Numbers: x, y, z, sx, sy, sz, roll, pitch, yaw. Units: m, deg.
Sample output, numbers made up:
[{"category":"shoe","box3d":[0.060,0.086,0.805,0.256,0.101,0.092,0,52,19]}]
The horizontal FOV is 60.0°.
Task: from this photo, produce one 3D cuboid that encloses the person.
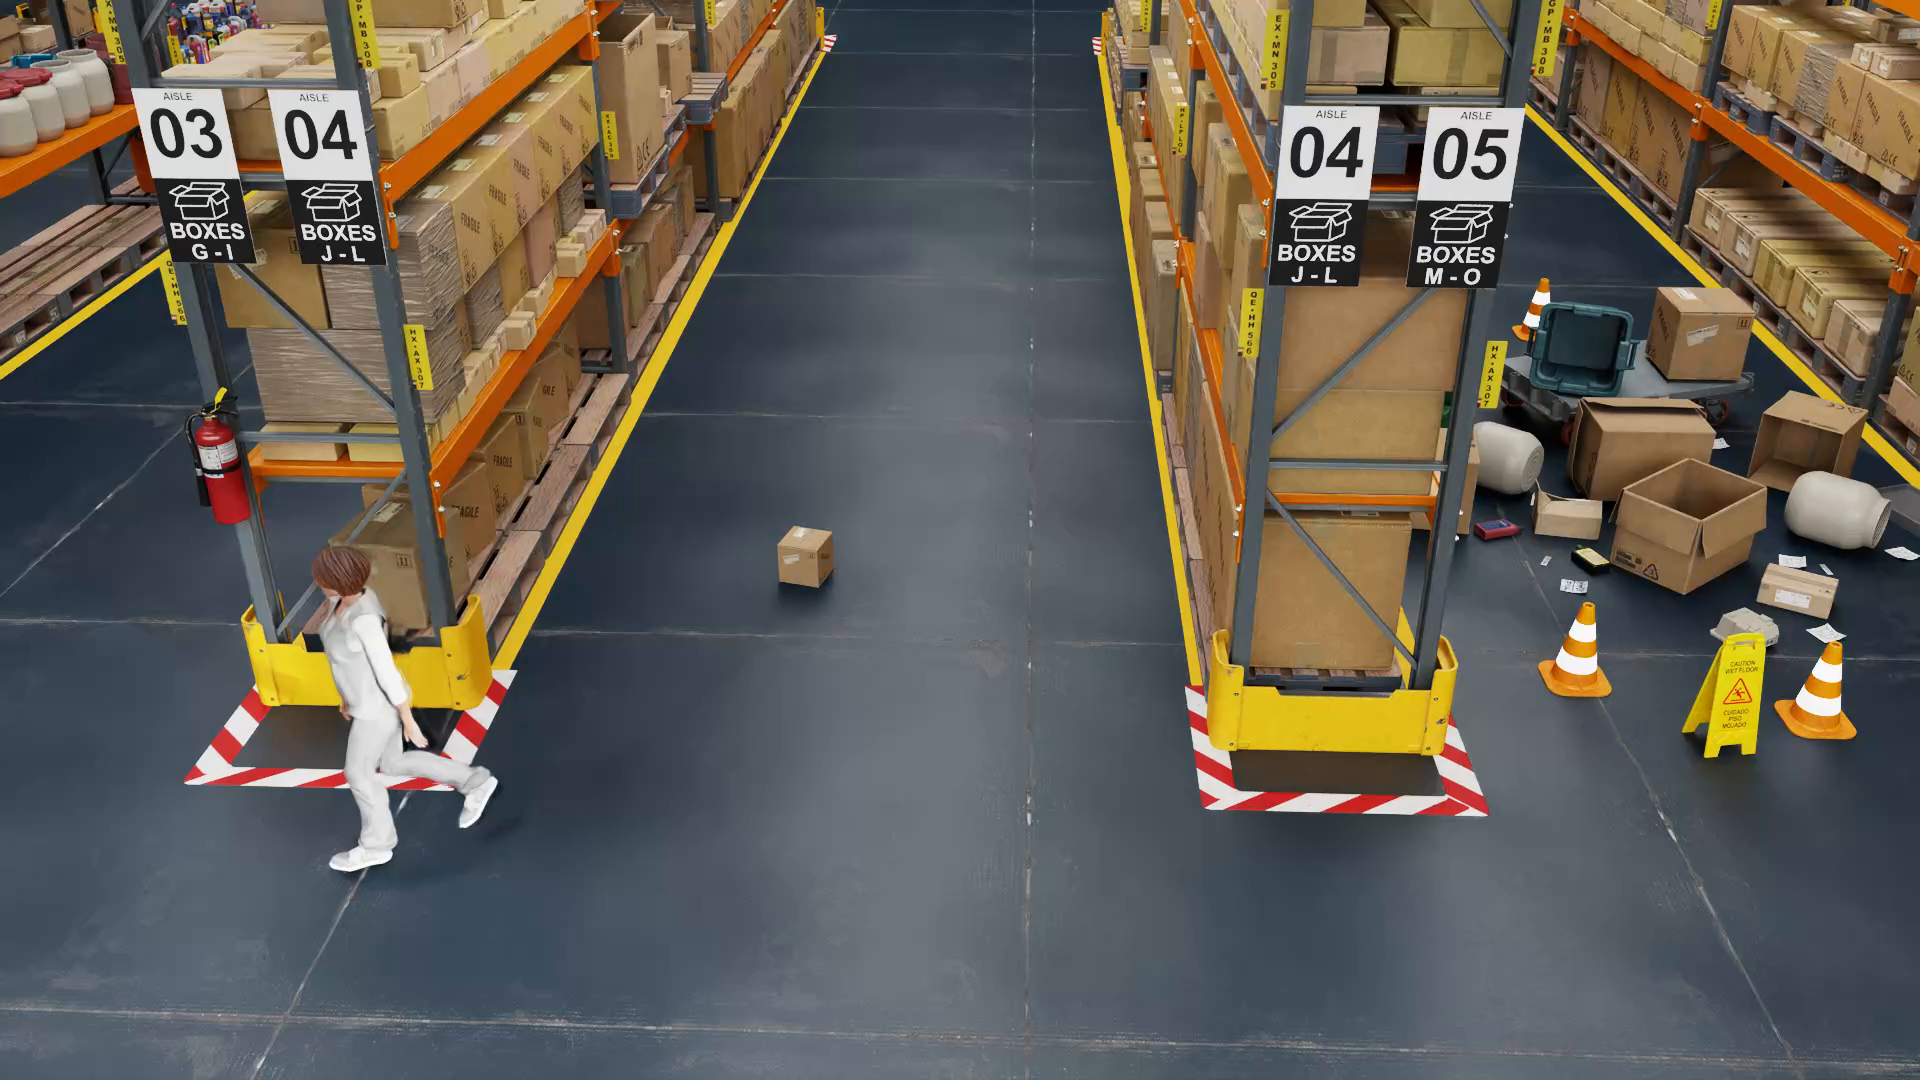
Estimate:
[{"category":"person","box3d":[-2.502,0.707,7.319,0.775,1.558,0.466,-9,30,-17]}]
